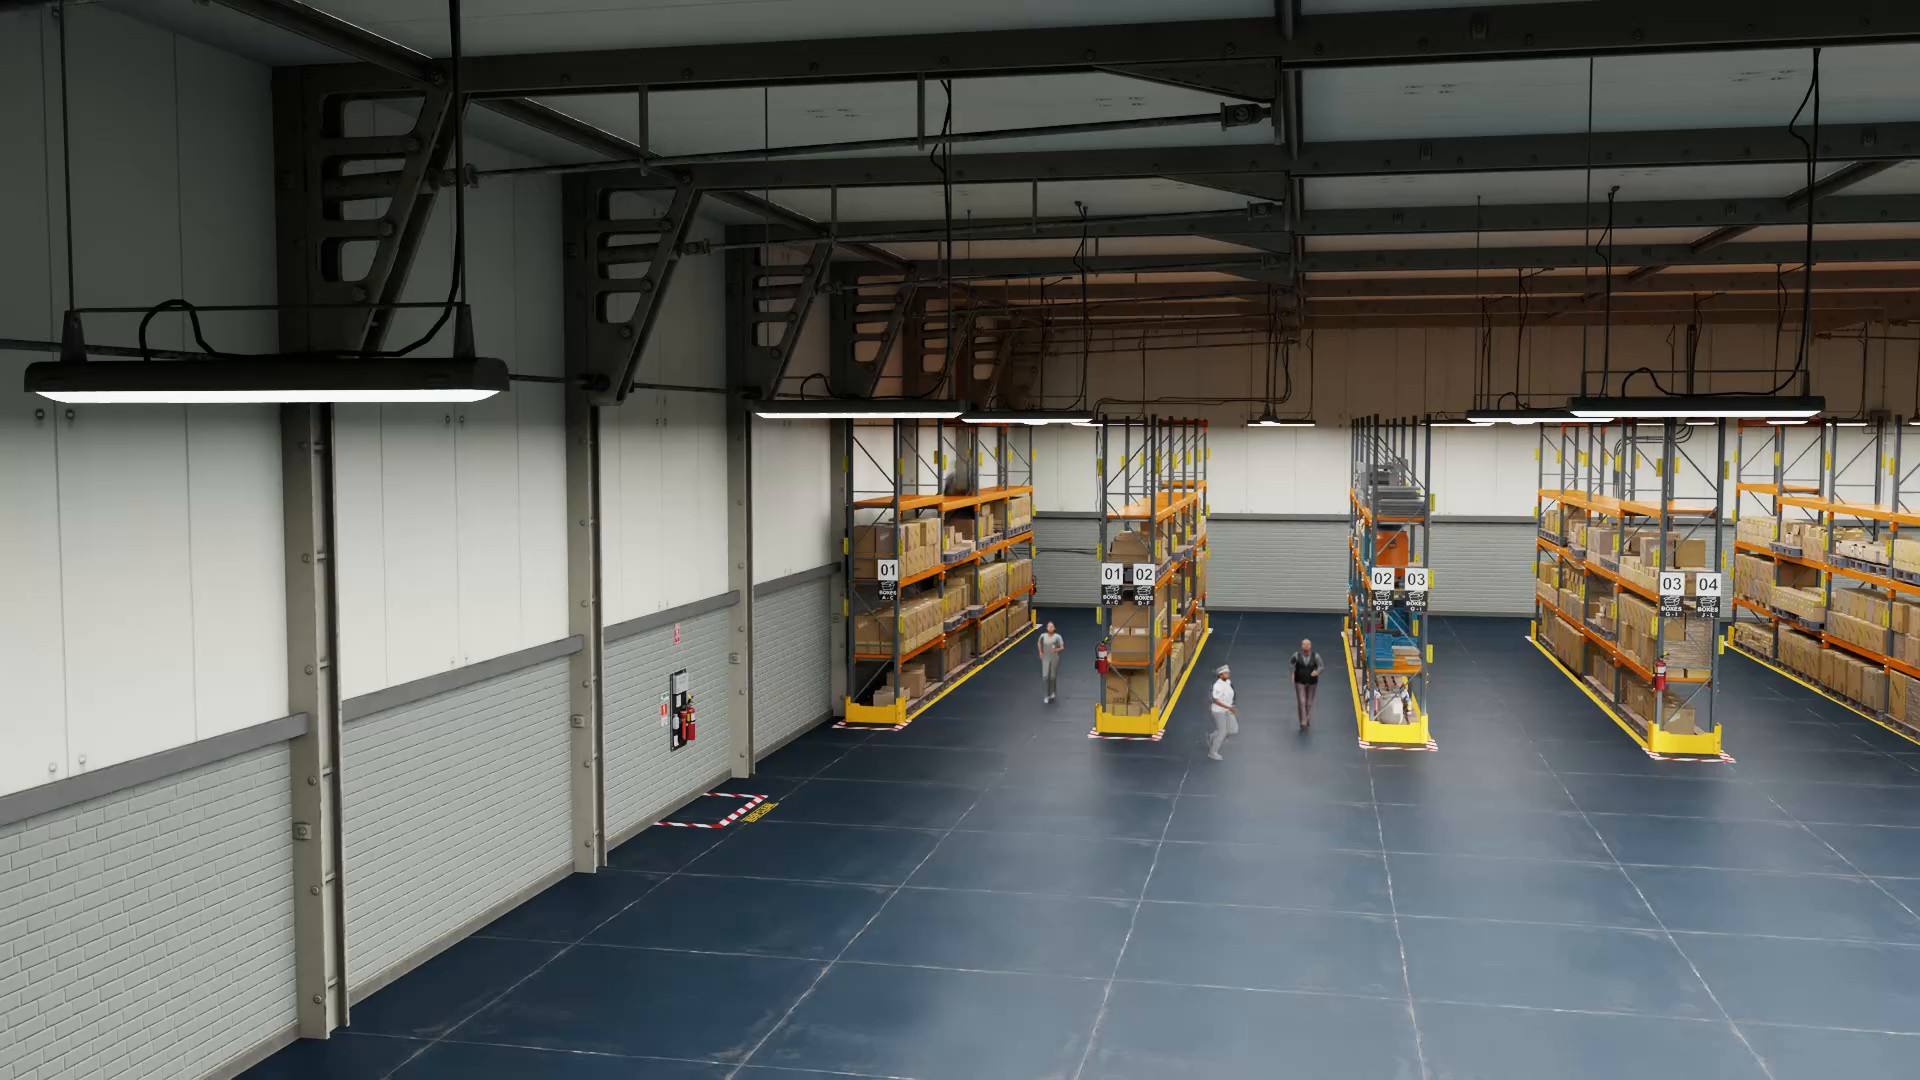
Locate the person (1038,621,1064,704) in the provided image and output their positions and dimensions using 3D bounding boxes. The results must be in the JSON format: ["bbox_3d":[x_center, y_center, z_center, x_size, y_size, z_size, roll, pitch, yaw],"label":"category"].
[{"bbox_3d":[1.901,2.563,34.943,0.568,1.716,0.672,0,4,7],"label":"person"}]

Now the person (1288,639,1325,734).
[{"bbox_3d":[6.588,2.751,31.597,0.653,1.741,0.879,0,4,4],"label":"person"}]

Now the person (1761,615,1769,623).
[{"bbox_3d":[21.944,1.869,45.006,0.684,1.711,0.595,-2,4,-25],"label":"person"}]

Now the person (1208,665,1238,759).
[{"bbox_3d":[4.584,2.982,28.853,0.616,1.655,0.563,3,5,42],"label":"person"}]
